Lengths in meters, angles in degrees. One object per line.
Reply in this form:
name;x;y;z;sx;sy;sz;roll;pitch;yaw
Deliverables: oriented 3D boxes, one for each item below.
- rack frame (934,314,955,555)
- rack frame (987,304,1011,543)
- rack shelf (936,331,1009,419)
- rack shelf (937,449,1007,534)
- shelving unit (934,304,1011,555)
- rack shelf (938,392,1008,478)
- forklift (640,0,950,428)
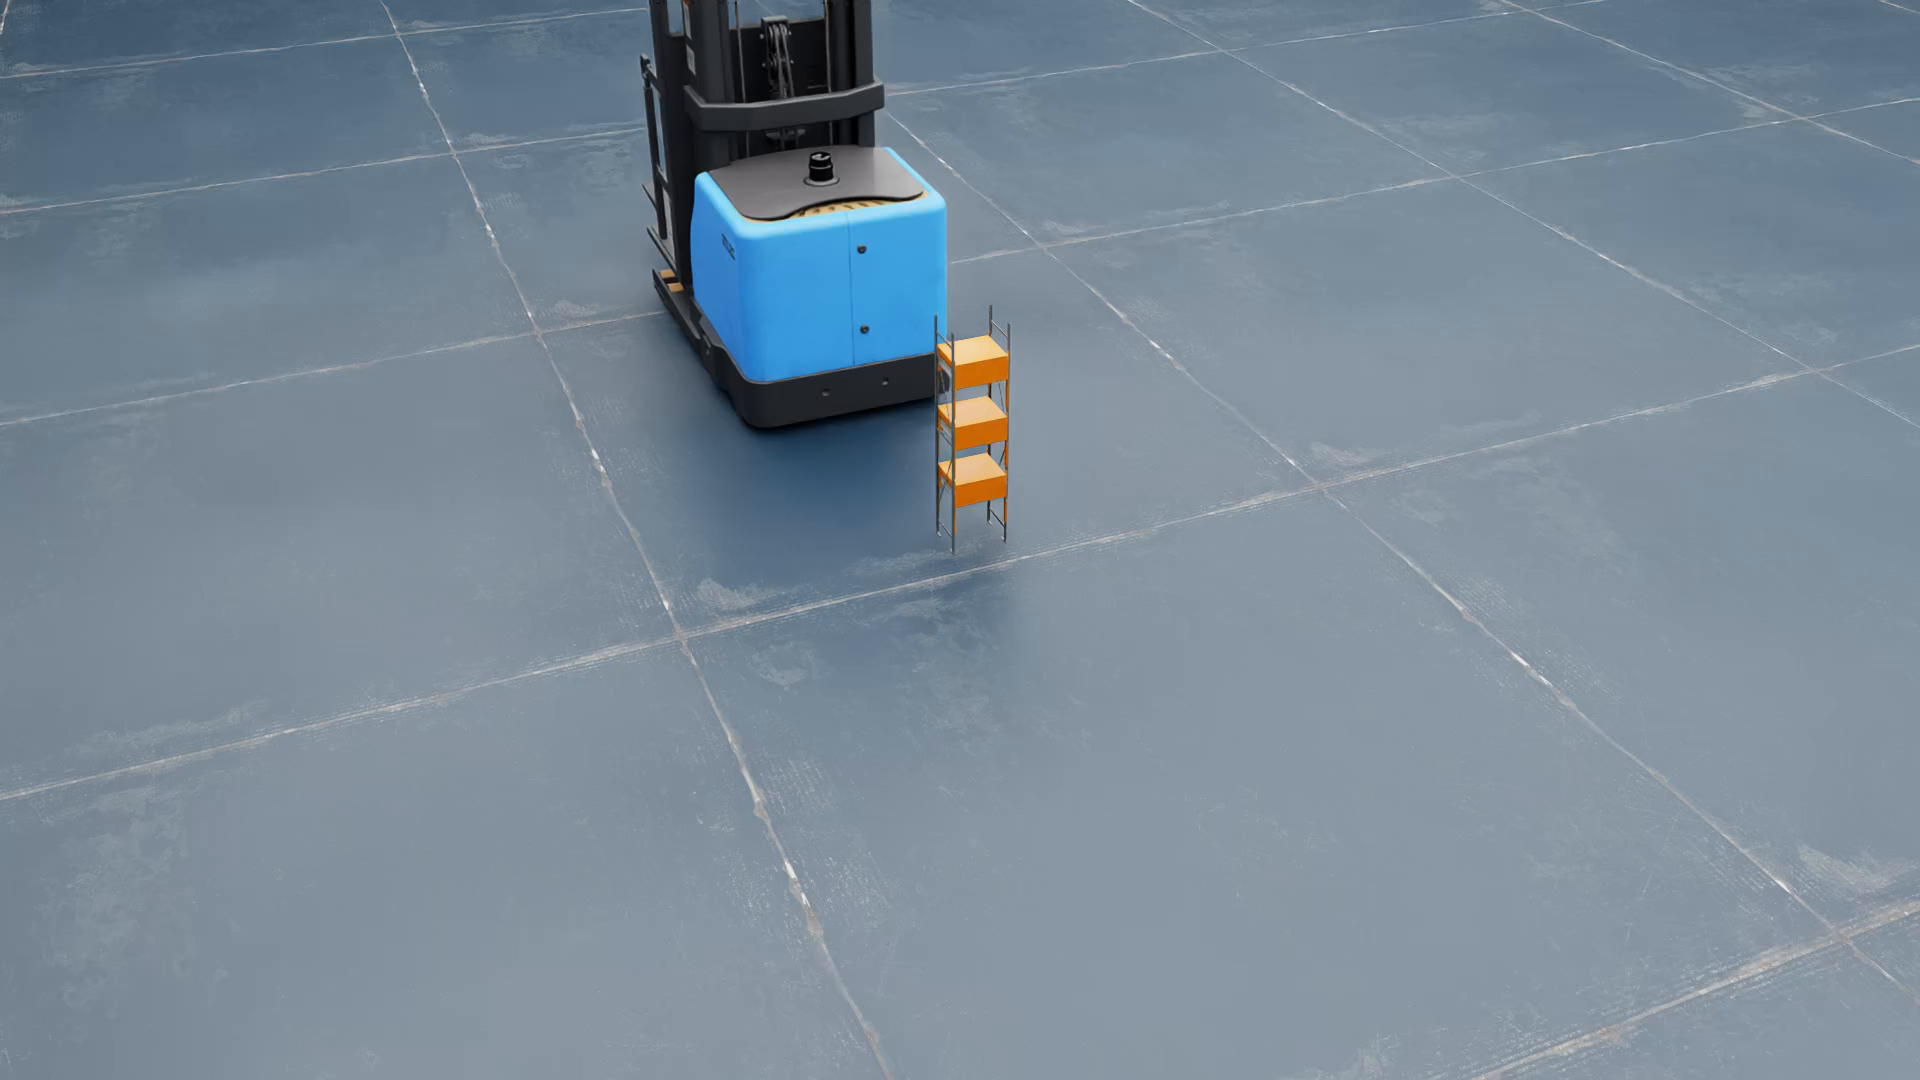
rack frame;-0.063;-0.426;6.941;0.008;1.050;0.200;-13;35;-19
rack frame;0.162;-0.477;7.021;0.008;1.050;0.200;-13;35;-19
rack shelf;0.049;-0.680;6.832;0.240;0.259;0.215;-13;35;-19
rack shelf;0.049;-0.210;7.138;0.240;0.259;0.215;-13;35;-19
shelving unit;0.049;-0.451;6.981;0.252;1.050;0.215;-13;35;-19
rack shelf;0.049;-0.442;6.987;0.240;0.259;0.215;-13;35;-19
forklift;-1.072;-2.559;8.495;1.130;2.935;3.031;-12;35;-18
